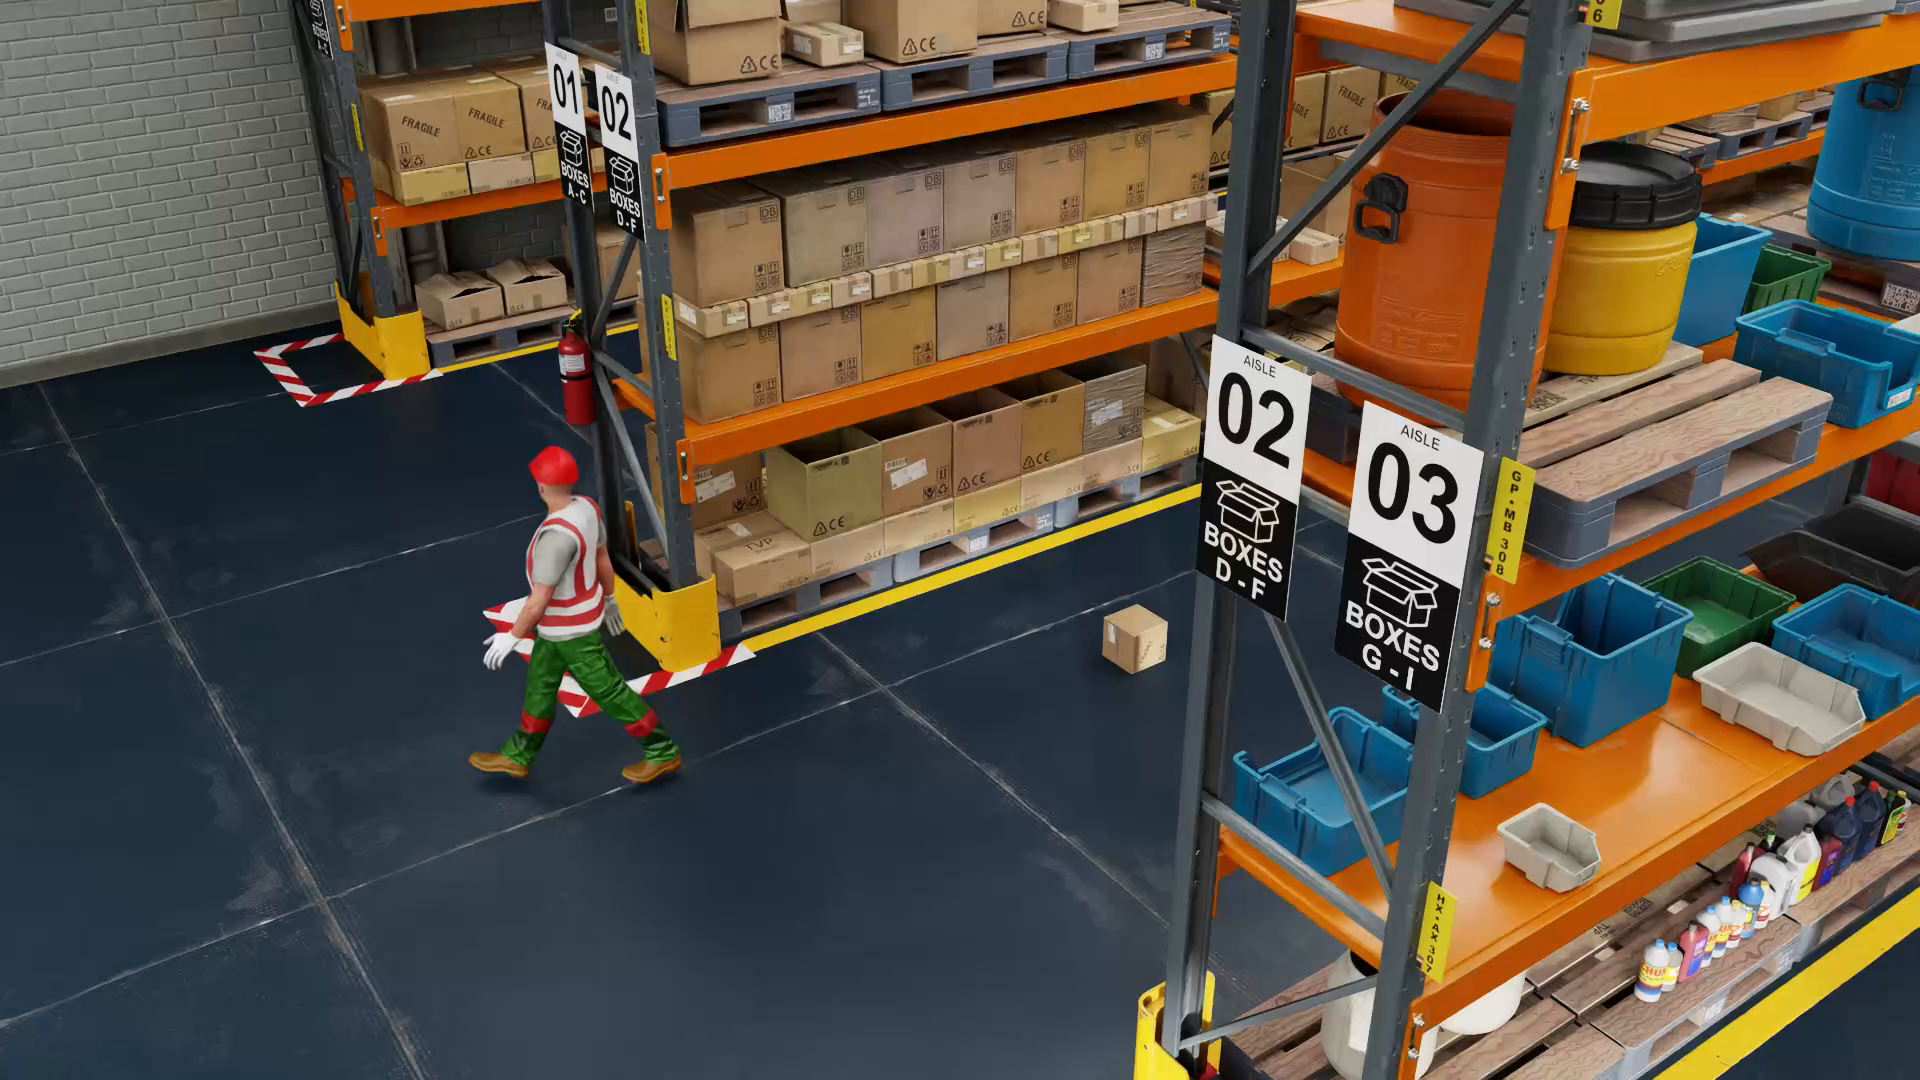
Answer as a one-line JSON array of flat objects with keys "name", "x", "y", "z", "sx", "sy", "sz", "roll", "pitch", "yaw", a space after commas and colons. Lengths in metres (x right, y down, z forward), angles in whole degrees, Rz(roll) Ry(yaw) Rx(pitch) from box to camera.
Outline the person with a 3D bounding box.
[{"name": "person", "x": -1.905, "y": 0.398, "z": 7.860, "sx": 1.051, "sy": 1.738, "sz": 0.615, "roll": -2, "pitch": 28, "yaw": -4}]
